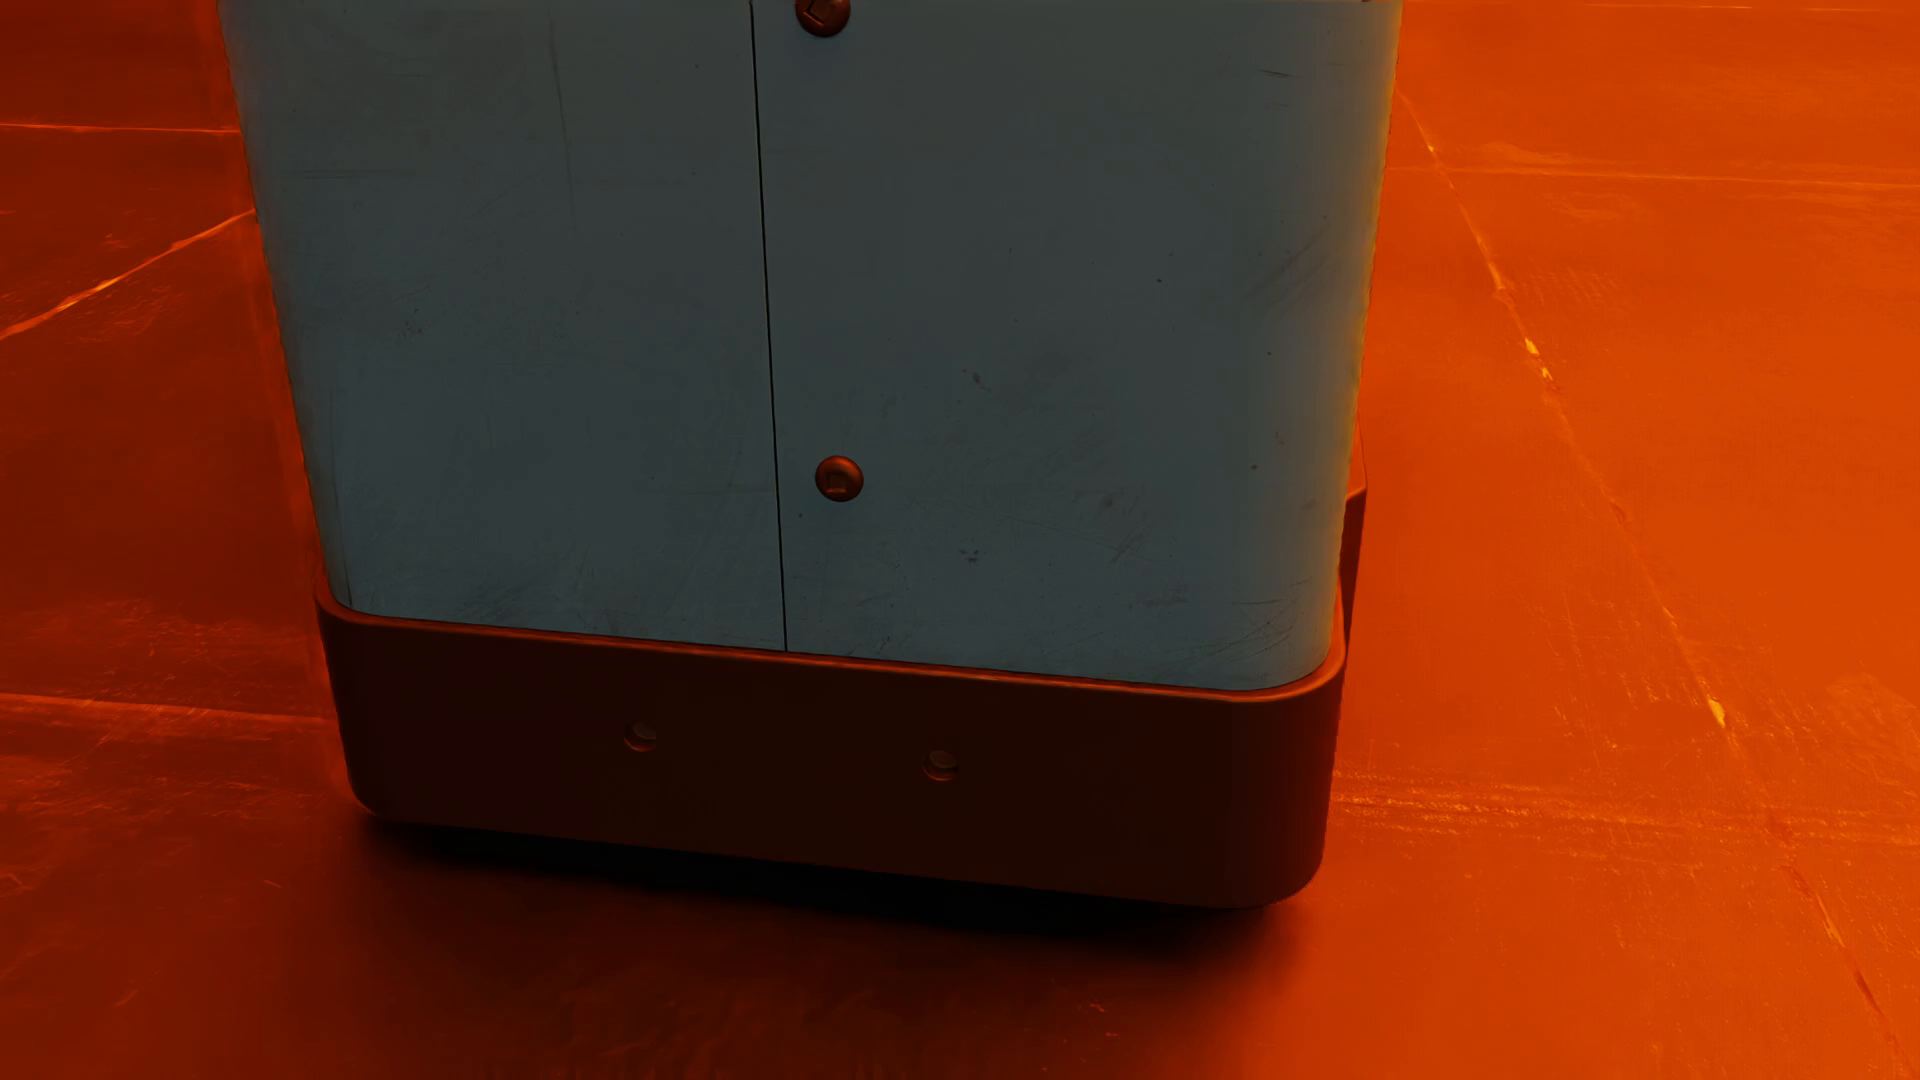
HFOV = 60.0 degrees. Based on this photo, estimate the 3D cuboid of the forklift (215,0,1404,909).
[{"bbox_3d":[0.087,-1.586,2.396,1.130,2.935,3.031,4,27,9],"label":"forklift"}]
